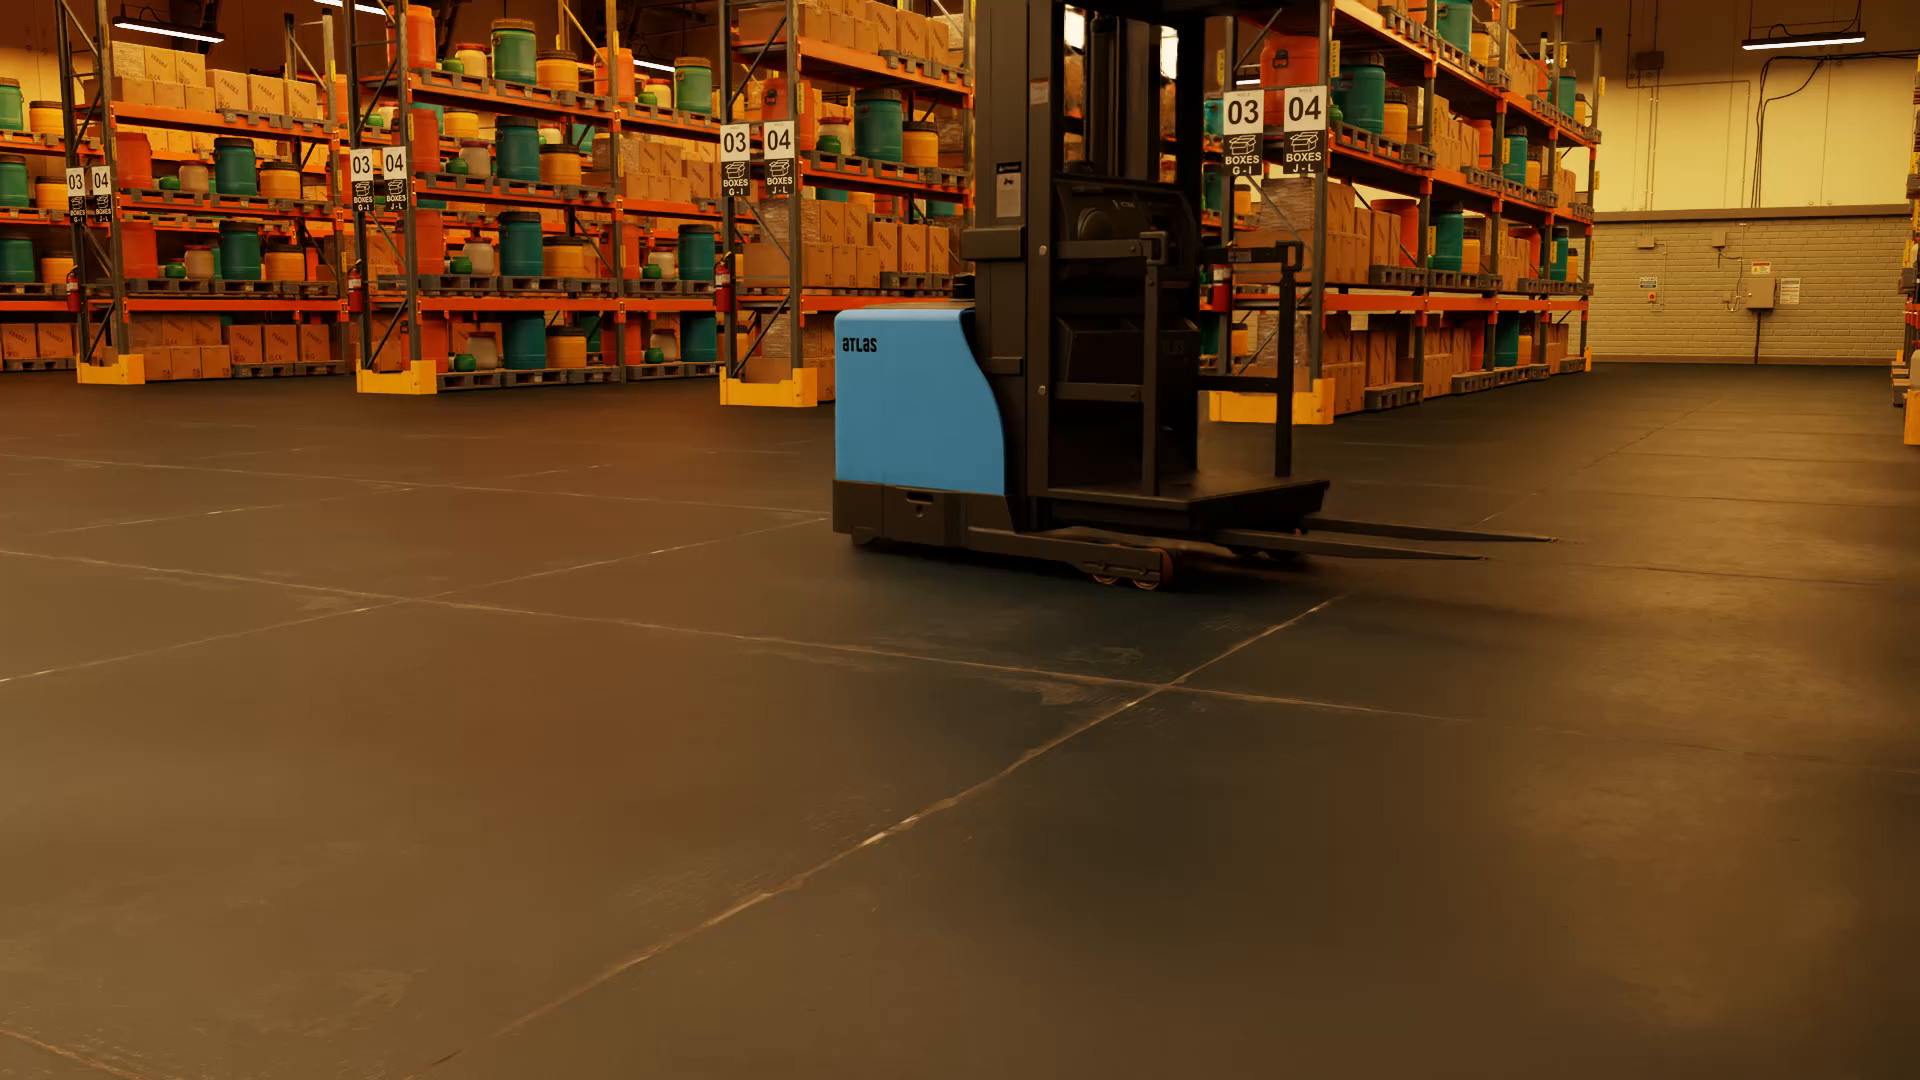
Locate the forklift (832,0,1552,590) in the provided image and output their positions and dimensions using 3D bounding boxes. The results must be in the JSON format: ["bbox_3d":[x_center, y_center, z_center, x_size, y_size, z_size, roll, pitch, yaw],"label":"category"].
[{"bbox_3d":[0.860,-1.339,6.797,3.031,2.935,1.130,7,10,41],"label":"forklift"}]
